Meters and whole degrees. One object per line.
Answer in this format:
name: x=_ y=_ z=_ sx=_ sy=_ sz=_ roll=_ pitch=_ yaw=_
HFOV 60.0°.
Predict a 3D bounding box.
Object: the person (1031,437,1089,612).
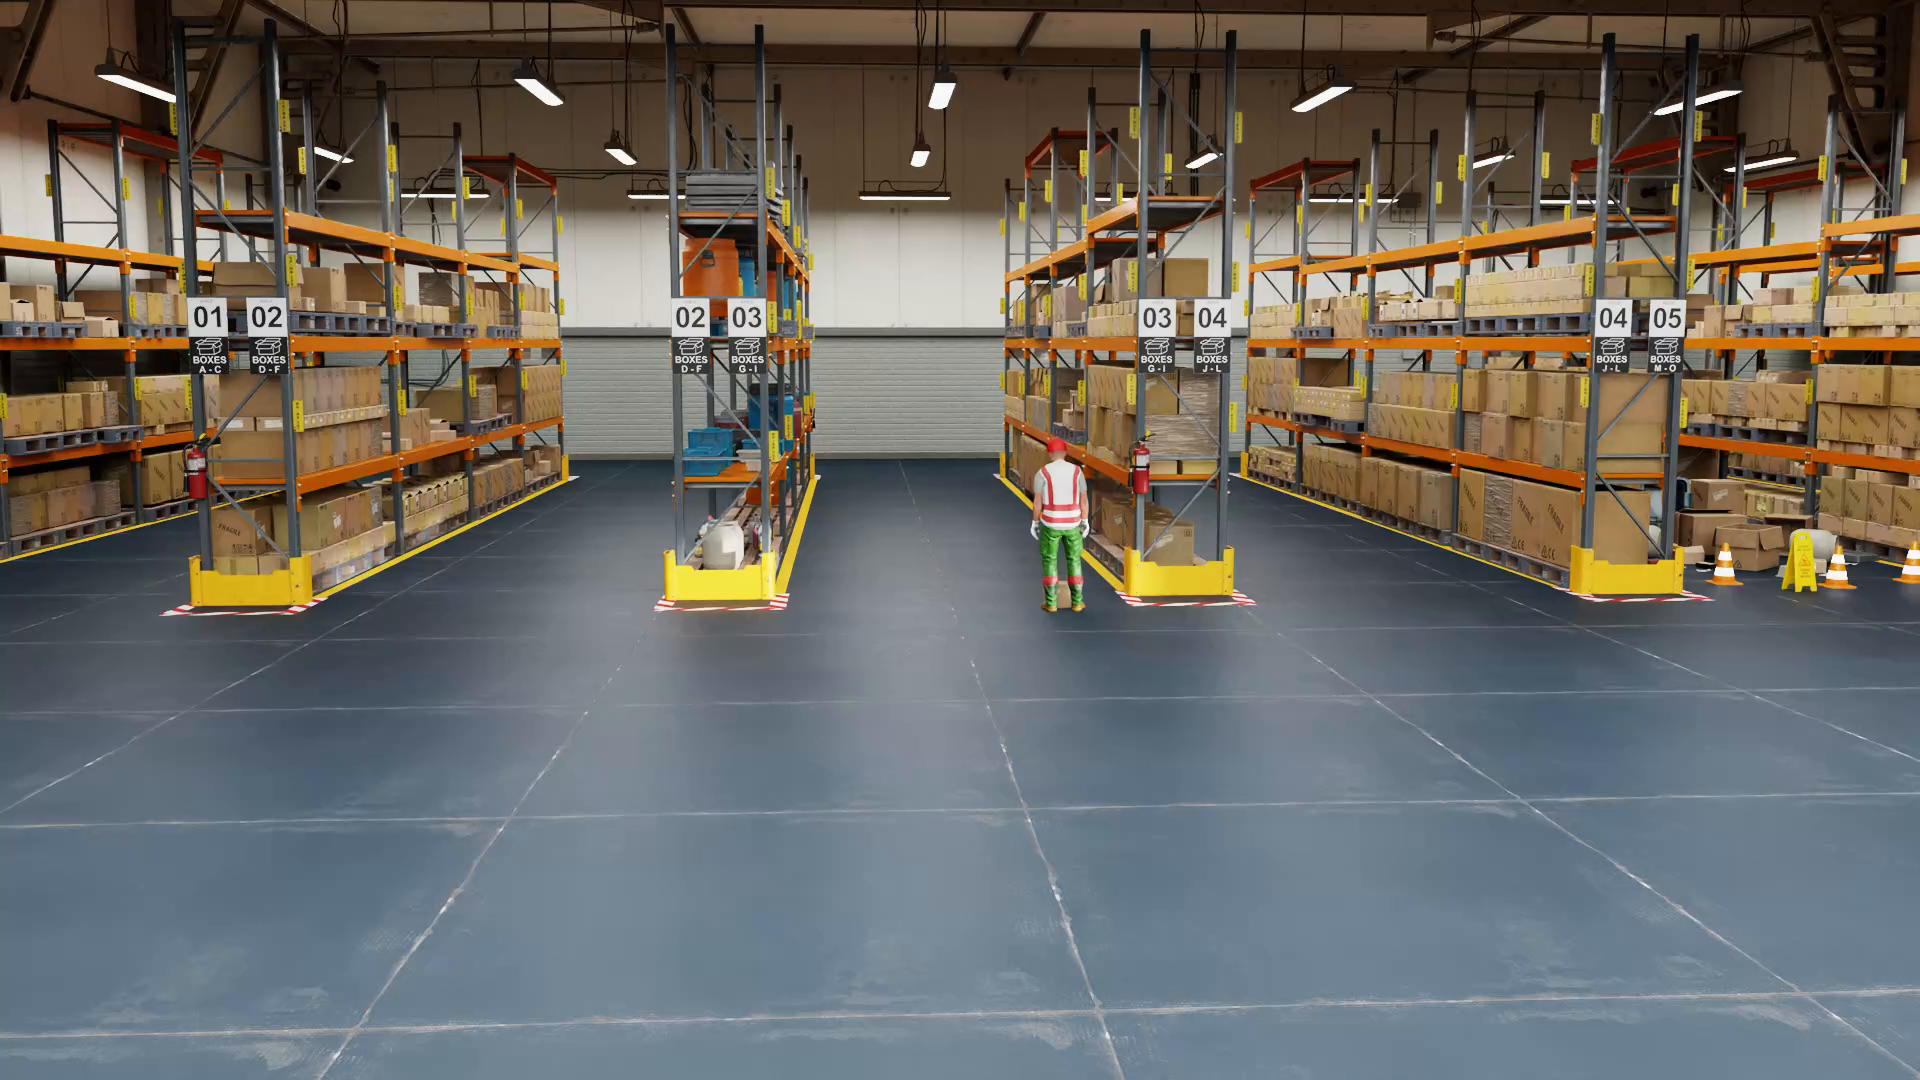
person: x=1.025 y=-0.161 z=17.040 sx=0.610 sy=1.777 sz=0.451 roll=-1 pitch=7 yaw=-7
